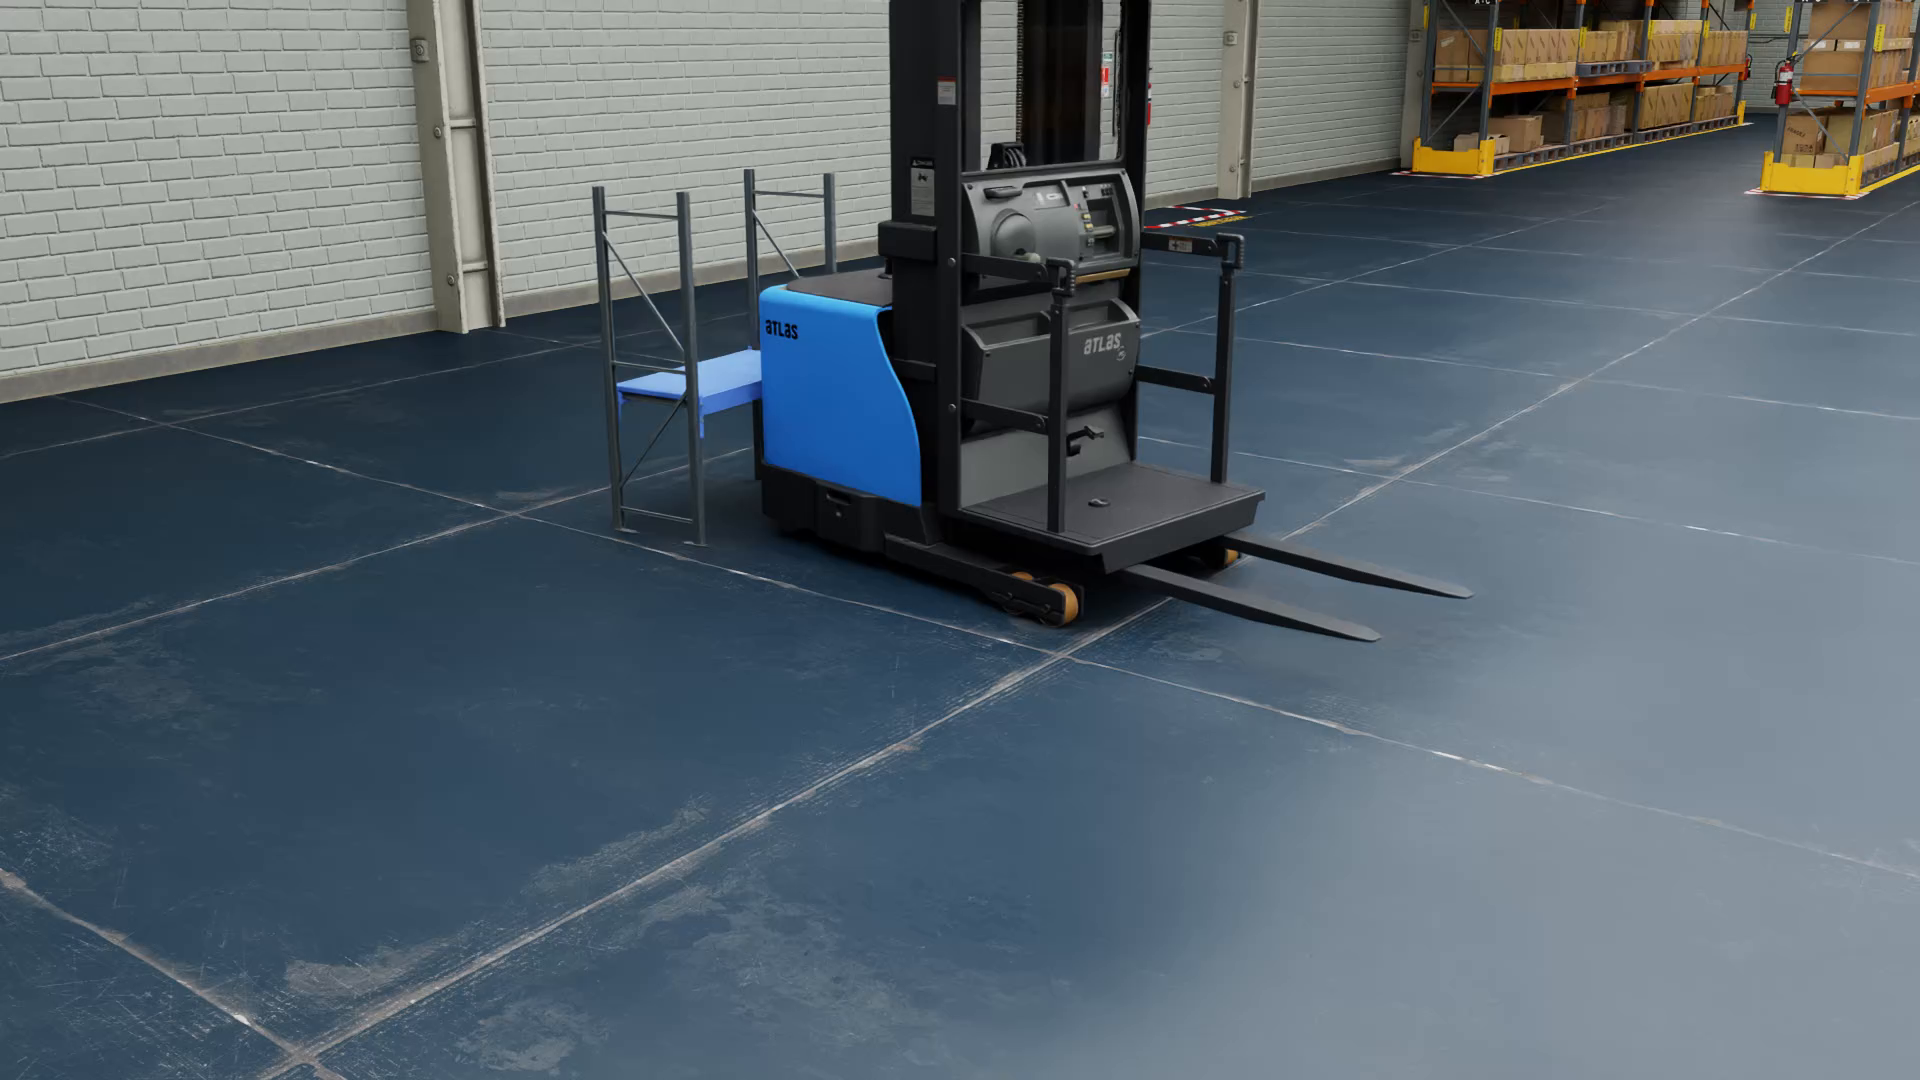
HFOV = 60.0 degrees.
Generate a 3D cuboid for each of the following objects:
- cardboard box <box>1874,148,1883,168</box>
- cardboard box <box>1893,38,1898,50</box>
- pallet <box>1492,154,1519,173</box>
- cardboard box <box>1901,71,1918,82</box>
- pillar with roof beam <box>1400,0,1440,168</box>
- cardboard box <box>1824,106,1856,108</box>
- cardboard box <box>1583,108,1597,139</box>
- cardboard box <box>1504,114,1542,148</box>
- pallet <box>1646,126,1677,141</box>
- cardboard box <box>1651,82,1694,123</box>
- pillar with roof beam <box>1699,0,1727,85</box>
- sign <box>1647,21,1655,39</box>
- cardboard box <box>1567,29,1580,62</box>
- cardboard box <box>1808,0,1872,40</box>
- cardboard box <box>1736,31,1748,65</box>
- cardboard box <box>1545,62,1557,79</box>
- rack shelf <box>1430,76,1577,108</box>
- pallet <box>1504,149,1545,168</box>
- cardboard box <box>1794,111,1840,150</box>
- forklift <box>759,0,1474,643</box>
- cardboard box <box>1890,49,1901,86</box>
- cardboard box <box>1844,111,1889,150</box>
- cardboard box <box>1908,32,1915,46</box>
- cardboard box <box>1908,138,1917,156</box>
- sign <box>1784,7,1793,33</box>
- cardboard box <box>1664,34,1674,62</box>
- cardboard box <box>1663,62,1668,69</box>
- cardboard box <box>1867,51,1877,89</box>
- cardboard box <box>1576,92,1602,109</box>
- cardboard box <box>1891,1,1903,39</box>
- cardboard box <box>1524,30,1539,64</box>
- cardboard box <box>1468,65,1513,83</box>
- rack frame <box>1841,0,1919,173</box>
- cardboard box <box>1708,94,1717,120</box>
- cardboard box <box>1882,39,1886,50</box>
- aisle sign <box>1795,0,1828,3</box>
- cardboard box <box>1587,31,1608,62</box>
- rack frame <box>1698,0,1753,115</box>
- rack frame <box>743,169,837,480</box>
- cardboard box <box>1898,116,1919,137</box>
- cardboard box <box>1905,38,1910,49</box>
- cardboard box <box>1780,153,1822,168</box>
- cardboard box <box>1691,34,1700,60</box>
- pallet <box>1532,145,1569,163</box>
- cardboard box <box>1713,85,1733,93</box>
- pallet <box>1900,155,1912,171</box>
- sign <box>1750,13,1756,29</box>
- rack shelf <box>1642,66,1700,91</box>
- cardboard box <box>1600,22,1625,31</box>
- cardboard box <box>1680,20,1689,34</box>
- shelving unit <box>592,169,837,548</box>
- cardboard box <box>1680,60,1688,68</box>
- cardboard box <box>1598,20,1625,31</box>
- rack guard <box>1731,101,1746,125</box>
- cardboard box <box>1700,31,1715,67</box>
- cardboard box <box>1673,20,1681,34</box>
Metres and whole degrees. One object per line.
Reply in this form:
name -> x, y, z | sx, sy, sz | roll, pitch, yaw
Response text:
cardboard box -> 12.761, -5.430, 23.601 | 0.500, 0.250, 0.500 | 12, 21, 35
cardboard box -> 13.003, -7.003, 23.475 | 0.380, 0.149, 0.250 | 13, 22, 36
pallet -> 7.944, -5.846, 25.712 | 1.003, 0.211, 1.213 | 12, 21, 35
cardboard box -> 14.443, -7.105, 25.490 | 0.380, 0.149, 0.250 | 12, 21, 35
pillar with roof beam -> 10.567, -9.396, 22.327 | 9.100, 9.000, 0.400 | 12, 21, 35
cardboard box -> 13.223, -6.241, 24.946 | 0.500, 0.500, 0.500 | 12, 21, 35
cardboard box -> 10.799, -7.366, 29.378 | 0.700, 0.500, 0.500 | 13, 21, 35
cardboard box -> 9.184, -6.687, 27.192 | 0.500, 0.500, 0.500 | 11, 20, 31
pallet -> 13.411, -8.010, 32.680 | 1.003, 0.211, 1.213 | 12, 21, 35
cardboard box -> 14.254, -8.826, 33.525 | 0.750, 0.750, 0.750 | 13, 21, 35
pillar with roof beam -> 21.292, -13.683, 36.133 | 9.100, 9.000, 0.400 | 12, 21, 35
sign -> 12.595, -9.299, 30.312 | 0.100, 0.325, 0.005 | 12, 21, 35
cardboard box -> 9.737, -8.054, 27.075 | 0.500, 0.500, 0.500 | 12, 21, 35
cardboard box -> 11.687, -6.886, 22.006 | 0.700, 0.500, 0.500 | 13, 21, 35
cardboard box -> 16.624, -10.803, 36.468 | 0.980, 0.700, 0.700 | 14, 22, 37
cardboard box -> 9.140, -7.457, 26.417 | 0.500, 0.250, 0.500 | 12, 21, 34
rack shelf -> 8.578, -7.105, 26.278 | 1.077, 0.370, 4.000 | 12, 21, 35
pallet -> 8.672, -6.135, 26.644 | 1.003, 0.211, 1.213 | 12, 21, 35
cardboard box -> 12.032, -5.764, 23.412 | 0.500, 0.500, 0.500 | 12, 21, 35
forklift -> 0.517, -1.245, 6.311 | 1.130, 2.935, 3.031 | -16, 24, -42
cardboard box -> 13.182, -6.864, 24.122 | 0.700, 0.500, 0.500 | 12, 21, 34
cardboard box -> 12.761, -5.788, 23.489 | 0.500, 0.500, 0.500 | 12, 21, 35
cardboard box -> 16.419, -8.421, 28.427 | 0.700, 0.500, 0.500 | 5, 18, 16
cardboard box -> 14.496, -6.112, 25.794 | 0.500, 0.250, 0.500 | 13, 22, 36
sign -> 10.940, -6.863, 21.934 | 0.100, 0.325, 0.005 | 12, 21, 35
cardboard box -> 13.264, -9.388, 31.714 | 0.500, 0.500, 0.500 | 12, 21, 34
cardboard box -> 13.441, -9.172, 32.111 | 0.380, 0.149, 0.250 | 13, 21, 35
cardboard box -> 11.965, -6.380, 22.563 | 0.700, 0.500, 0.500 | 13, 22, 36
cardboard box -> 11.074, -7.823, 29.587 | 0.500, 0.250, 0.500 | 12, 21, 34
cardboard box -> 12.892, -7.371, 23.566 | 0.700, 0.500, 0.500 | 12, 21, 35
cardboard box -> 8.528, -7.567, 25.507 | 0.500, 0.500, 0.500 | 12, 21, 33
cardboard box -> 7.932, -6.970, 24.850 | 0.500, 0.250, 0.500 | 12, 21, 33
rack frame -> 13.751, -7.050, 24.889 | 1.000, 3.000, 0.127 | 12, 21, 35
cardboard box -> 15.674, -9.238, 35.440 | 0.700, 0.500, 0.500 | 13, 21, 36
cardboard box -> 12.388, -6.757, 22.681 | 0.380, 0.149, 0.250 | 12, 21, 33
aisle sign -> 11.092, -7.375, 21.553 | 0.394, 0.787, 0.004 | 12, 21, 35
cardboard box -> 10.807, -8.592, 28.943 | 0.700, 0.500, 0.500 | 16, 24, 42
rack frame -> 16.920, -10.783, 36.909 | 1.000, 3.000, 0.127 | 12, 21, 35
rack frame -> -0.790, -0.982, 7.878 | 0.500, 1.500, 0.032 | 10, 20, 29
cardboard box -> 14.807, -6.502, 26.105 | 0.500, 0.311, 0.500 | 12, 21, 33
cardboard box -> 13.612, -7.247, 24.259 | 0.380, 0.149, 0.250 | 12, 21, 34
cardboard box -> 11.450, -5.165, 22.746 | 0.500, 0.250, 0.500 | 12, 21, 35
cardboard box -> 14.464, -9.875, 33.282 | 0.500, 0.500, 0.500 | 12, 21, 34
pallet -> 9.398, -6.427, 27.584 | 1.003, 0.211, 1.213 | 12, 21, 35
cardboard box -> 16.653, -9.852, 36.325 | 0.380, 0.149, 0.250 | 12, 21, 34
pallet -> 14.158, -5.901, 25.890 | 1.003, 0.211, 1.213 | 12, 21, 35
sign -> 17.348, -11.350, 36.383 | 0.100, 0.325, 0.005 | 12, 21, 35
rack shelf -> 13.345, -9.010, 32.414 | 1.077, 0.370, 4.000 | 12, 21, 35
cardboard box -> 11.792, -9.278, 30.060 | 0.380, 0.149, 0.250 | 9, 19, 26
cardboard box -> 13.848, -9.990, 32.386 | 0.500, 0.250, 0.500 | 13, 21, 36
shelving unit -> -1.052, -0.853, 7.462 | 0.538, 1.500, 1.048 | 10, 20, 29
cardboard box -> 14.131, -9.398, 32.839 | 0.380, 0.149, 0.250 | 12, 21, 35
cardboard box -> 12.215, -9.589, 31.095 | 0.500, 0.250, 0.500 | 13, 22, 36
rack guard -> 16.934, -9.595, 37.298 | 1.175, 0.500, 0.348 | 12, 21, 35
cardboard box -> 14.873, -10.100, 34.203 | 0.980, 0.700, 0.700 | 13, 21, 36
cardboard box -> 13.545, -9.868, 31.995 | 0.500, 0.250, 0.500 | 12, 21, 34
